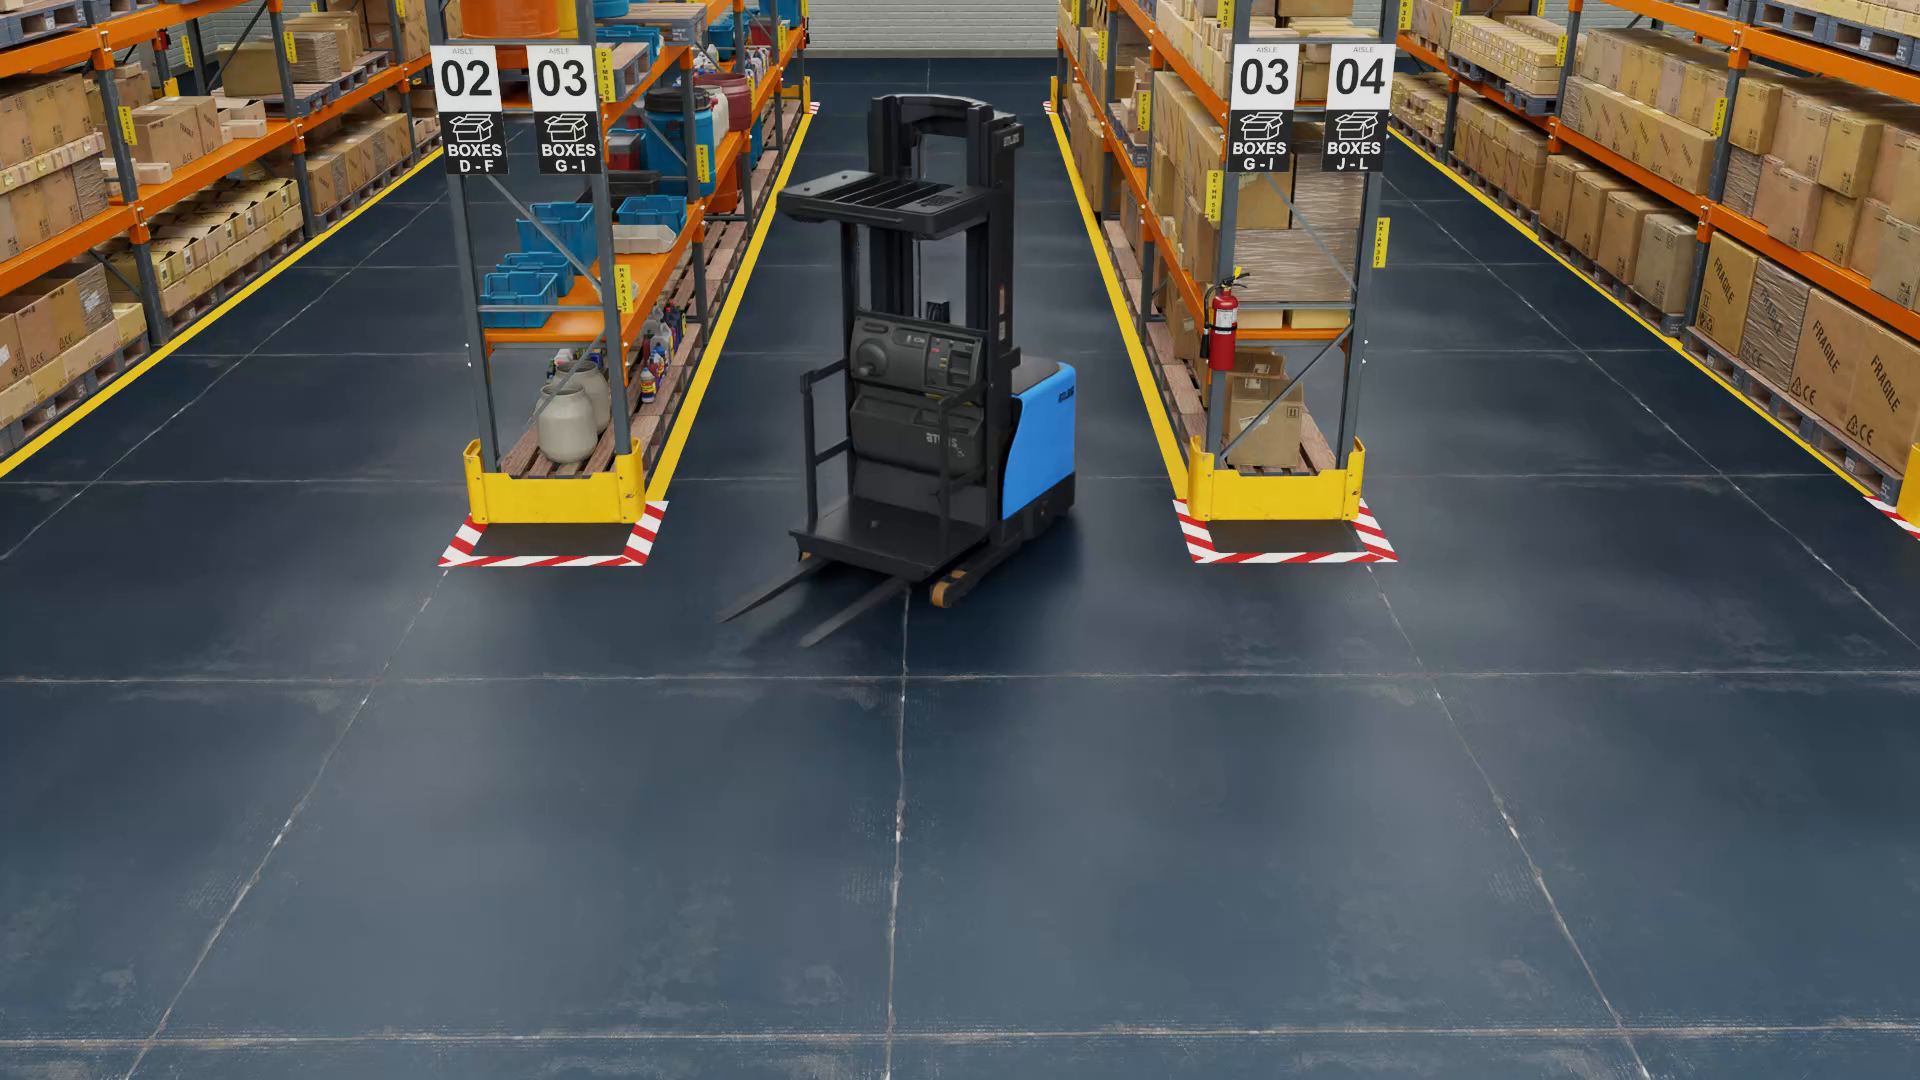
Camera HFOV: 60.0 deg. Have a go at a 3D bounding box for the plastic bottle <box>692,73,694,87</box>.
[{"bbox_3d":[-3.249,-5.496,19.822,0.144,0.351,0.185,0,24,-1],"label":"plastic bottle"}]

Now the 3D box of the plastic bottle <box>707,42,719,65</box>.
[{"bbox_3d":[-3.209,-6.280,21.554,0.144,0.351,0.185,0,24,-1],"label":"plastic bottle"}]

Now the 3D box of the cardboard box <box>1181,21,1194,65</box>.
[{"bbox_3d":[1.919,-3.663,12.251,0.500,0.250,0.500,-1,24,-1],"label":"cardboard box"}]

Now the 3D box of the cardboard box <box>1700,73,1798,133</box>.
[{"bbox_3d":[7.101,-3.877,14.848,0.700,0.500,0.500,-1,24,-1],"label":"cardboard box"}]

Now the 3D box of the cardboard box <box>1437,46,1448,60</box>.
[{"bbox_3d":[6.676,-6.576,22.455,0.380,0.149,0.250,-1,24,-2],"label":"cardboard box"}]

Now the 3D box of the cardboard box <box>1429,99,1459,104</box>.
[{"bbox_3d":[6.783,-6.092,23.308,0.380,0.149,0.250,1,24,1],"label":"cardboard box"}]

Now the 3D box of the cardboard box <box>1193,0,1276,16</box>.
[{"bbox_3d":[1.925,-3.956,11.628,0.500,0.500,0.500,0,24,-1],"label":"cardboard box"}]

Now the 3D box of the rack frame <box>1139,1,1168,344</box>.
[{"bbox_3d":[2.151,-3.191,14.666,1.000,3.000,0.127,0,24,-1],"label":"rack frame"}]

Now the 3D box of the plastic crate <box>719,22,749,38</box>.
[{"bbox_3d":[-3.241,-7.295,23.870,0.416,0.233,0.300,0,24,-1],"label":"plastic crate"}]

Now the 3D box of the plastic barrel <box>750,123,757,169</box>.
[{"bbox_3d":[-2.892,-5.184,21.110,0.600,0.901,0.708,0,24,-1],"label":"plastic barrel"}]

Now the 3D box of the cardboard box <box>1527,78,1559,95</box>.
[{"bbox_3d":[6.603,-5.098,18.677,0.380,0.149,0.250,0,24,0],"label":"cardboard box"}]

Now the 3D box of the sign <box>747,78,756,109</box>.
[{"bbox_3d":[-2.295,-4.897,18.239,0.100,0.325,0.005,0,24,-1],"label":"sign"}]

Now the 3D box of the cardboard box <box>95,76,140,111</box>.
[{"bbox_3d":[-12.726,-6.627,24.787,0.700,0.500,0.500,0,24,-1],"label":"cardboard box"}]

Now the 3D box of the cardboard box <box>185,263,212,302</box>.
[{"bbox_3d":[-7.516,-2.465,15.886,0.500,0.250,0.500,0,24,1],"label":"cardboard box"}]

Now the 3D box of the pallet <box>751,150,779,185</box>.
[{"bbox_3d":[-2.922,-4.877,21.776,1.003,0.211,1.213,0,24,-1],"label":"pallet"}]

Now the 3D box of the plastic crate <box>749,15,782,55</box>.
[{"bbox_3d":[-2.648,-6.891,22.695,0.402,0.464,0.583,0,24,-1],"label":"plastic crate"}]

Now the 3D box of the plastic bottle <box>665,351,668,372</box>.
[{"bbox_3d":[-2.474,-1.502,13.794,0.097,0.201,0.097,0,24,0],"label":"plastic bottle"}]

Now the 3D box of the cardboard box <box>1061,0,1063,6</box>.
[{"bbox_3d":[1.761,-8.140,24.518,0.500,0.500,0.500,-1,24,-2],"label":"cardboard box"}]

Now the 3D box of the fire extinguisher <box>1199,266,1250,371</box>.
[{"bbox_3d":[1.735,-1.458,10.928,0.296,0.674,0.183,0,24,-1],"label":"fire extinguisher"}]

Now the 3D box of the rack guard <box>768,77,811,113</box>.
[{"bbox_3d":[-2.946,-6.984,26.086,1.175,0.500,0.348,0,24,-1],"label":"rack guard"}]

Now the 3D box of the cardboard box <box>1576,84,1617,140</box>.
[{"bbox_3d":[6.812,-4.470,17.372,0.500,0.500,0.500,0,24,-1],"label":"cardboard box"}]

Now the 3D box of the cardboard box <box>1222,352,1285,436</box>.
[{"bbox_3d":[2.164,-1.099,12.563,0.500,0.500,0.500,6,25,13],"label":"cardboard box"}]

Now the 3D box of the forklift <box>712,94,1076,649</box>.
[{"bbox_3d":[-0.383,-1.128,10.187,1.130,2.935,3.031,14,28,28],"label":"forklift"}]

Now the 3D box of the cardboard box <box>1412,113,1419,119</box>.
[{"bbox_3d":[6.733,-6.055,23.948,0.380,0.149,0.250,0,24,0],"label":"cardboard box"}]

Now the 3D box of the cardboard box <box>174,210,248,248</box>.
[{"bbox_3d":[-7.528,-3.147,16.715,0.500,0.311,0.500,0,24,1],"label":"cardboard box"}]

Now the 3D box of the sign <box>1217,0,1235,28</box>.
[{"bbox_3d":[1.640,-3.319,10.233,0.100,0.325,0.005,0,24,-1],"label":"sign"}]

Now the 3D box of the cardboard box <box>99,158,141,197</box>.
[{"bbox_3d":[-7.804,-3.282,15.049,0.500,0.250,0.500,1,24,3],"label":"cardboard box"}]

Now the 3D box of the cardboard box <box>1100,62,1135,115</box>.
[{"bbox_3d":[1.854,-5.087,18.736,0.500,0.500,0.500,0,24,1],"label":"cardboard box"}]

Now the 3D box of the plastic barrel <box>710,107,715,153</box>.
[{"bbox_3d":[-2.601,-3.928,16.131,0.433,0.535,0.433,0,24,0],"label":"plastic barrel"}]

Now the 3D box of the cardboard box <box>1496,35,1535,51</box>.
[{"bbox_3d":[6.593,-5.901,19.730,0.380,0.149,0.250,1,24,2],"label":"cardboard box"}]

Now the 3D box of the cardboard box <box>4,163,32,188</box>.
[{"bbox_3d":[-7.525,-2.855,13.014,0.380,0.149,0.250,0,24,1],"label":"cardboard box"}]

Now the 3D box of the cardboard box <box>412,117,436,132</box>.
[{"bbox_3d":[-7.650,-5.884,23.525,0.380,0.166,0.250,0,24,-1],"label":"cardboard box"}]

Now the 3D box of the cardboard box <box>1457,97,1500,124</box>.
[{"bbox_3d":[6.768,-5.557,21.510,0.500,0.250,0.500,-1,24,-3],"label":"cardboard box"}]

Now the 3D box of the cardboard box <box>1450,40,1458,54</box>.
[{"bbox_3d":[6.569,-6.381,21.513,0.380,0.149,0.250,-1,24,-3],"label":"cardboard box"}]

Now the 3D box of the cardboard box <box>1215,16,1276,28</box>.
[{"bbox_3d":[1.977,-3.562,11.543,0.380,0.149,0.250,0,24,0],"label":"cardboard box"}]

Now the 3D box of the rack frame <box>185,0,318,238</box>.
[{"bbox_3d":[-7.798,-4.796,18.215,1.000,3.000,0.127,0,24,-1],"label":"rack frame"}]

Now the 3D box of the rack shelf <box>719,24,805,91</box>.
[{"bbox_3d":[-2.911,-6.962,23.875,1.077,0.370,4.000,0,24,-1],"label":"rack shelf"}]

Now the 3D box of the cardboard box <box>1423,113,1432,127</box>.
[{"bbox_3d":[6.667,-5.846,23.125,0.380,0.149,0.250,-1,24,-2],"label":"cardboard box"}]

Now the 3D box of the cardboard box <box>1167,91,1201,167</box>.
[{"bbox_3d":[1.914,-3.229,13.054,0.500,0.500,0.500,0,24,-1],"label":"cardboard box"}]

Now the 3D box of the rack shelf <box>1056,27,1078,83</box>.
[{"bbox_3d":[2.042,-6.984,23.925,1.077,0.370,4.000,0,24,-1],"label":"rack shelf"}]

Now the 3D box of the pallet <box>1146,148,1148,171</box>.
[{"bbox_3d":[2.288,-3.419,15.403,1.003,0.211,1.213,0,24,-1],"label":"pallet"}]

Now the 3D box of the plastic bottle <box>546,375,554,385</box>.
[{"bbox_3d":[-3.216,-1.201,13.127,0.097,0.201,0.097,0,24,0],"label":"plastic bottle"}]

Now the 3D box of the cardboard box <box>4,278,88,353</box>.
[{"bbox_3d":[-7.528,-1.826,13.565,0.500,0.500,0.500,0,24,-1],"label":"cardboard box"}]

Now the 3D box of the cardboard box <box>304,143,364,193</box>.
[{"bbox_3d":[-7.529,-4.469,19.991,0.500,0.500,0.500,-1,24,-1],"label":"cardboard box"}]

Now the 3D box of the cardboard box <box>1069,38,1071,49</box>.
[{"bbox_3d":[1.721,-6.921,23.218,0.380,0.149,0.250,0,24,0],"label":"cardboard box"}]

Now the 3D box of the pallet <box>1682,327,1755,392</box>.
[{"bbox_3d":[7.042,-1.587,14.504,1.003,0.211,1.213,0,24,-1],"label":"pallet"}]

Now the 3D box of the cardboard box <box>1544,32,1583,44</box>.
[{"bbox_3d":[7.242,-6.004,19.957,0.380,0.149,0.250,-1,24,-1],"label":"cardboard box"}]

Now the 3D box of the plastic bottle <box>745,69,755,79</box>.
[{"bbox_3d":[-2.542,-5.512,19.947,0.152,0.276,0.135,0,24,-1],"label":"plastic bottle"}]

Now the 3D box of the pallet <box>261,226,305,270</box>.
[{"bbox_3d":[-7.828,-3.186,18.039,1.003,0.211,1.213,0,24,-1],"label":"pallet"}]

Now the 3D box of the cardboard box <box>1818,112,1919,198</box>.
[{"bbox_3d":[7.086,-2.912,12.557,0.875,0.550,0.500,0,24,-1],"label":"cardboard box"}]

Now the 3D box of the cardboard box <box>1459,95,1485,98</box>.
[{"bbox_3d":[7.285,-6.205,23.557,0.380,0.149,0.250,0,24,1],"label":"cardboard box"}]

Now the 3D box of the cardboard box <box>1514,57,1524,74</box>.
[{"bbox_3d":[6.597,-5.452,19.099,0.380,0.149,0.250,0,24,1],"label":"cardboard box"}]

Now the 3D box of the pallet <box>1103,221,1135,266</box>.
[{"bbox_3d":[2.115,-3.247,18.173,1.003,0.211,1.213,0,24,-1],"label":"pallet"}]

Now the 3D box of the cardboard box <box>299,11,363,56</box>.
[{"bbox_3d":[-8.060,-6.485,21.318,0.700,0.500,0.500,-9,26,-18],"label":"cardboard box"}]

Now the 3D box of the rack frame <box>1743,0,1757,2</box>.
[{"bbox_3d":[7.112,-5.905,13.386,1.000,3.000,0.127,0,24,-1],"label":"rack frame"}]

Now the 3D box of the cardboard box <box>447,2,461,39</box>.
[{"bbox_3d":[-7.599,-7.536,24.150,0.500,0.500,0.500,0,24,0],"label":"cardboard box"}]

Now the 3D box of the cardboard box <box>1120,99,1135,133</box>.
[{"bbox_3d":[1.896,-4.271,16.725,0.500,0.250,0.500,-1,24,-2],"label":"cardboard box"}]
